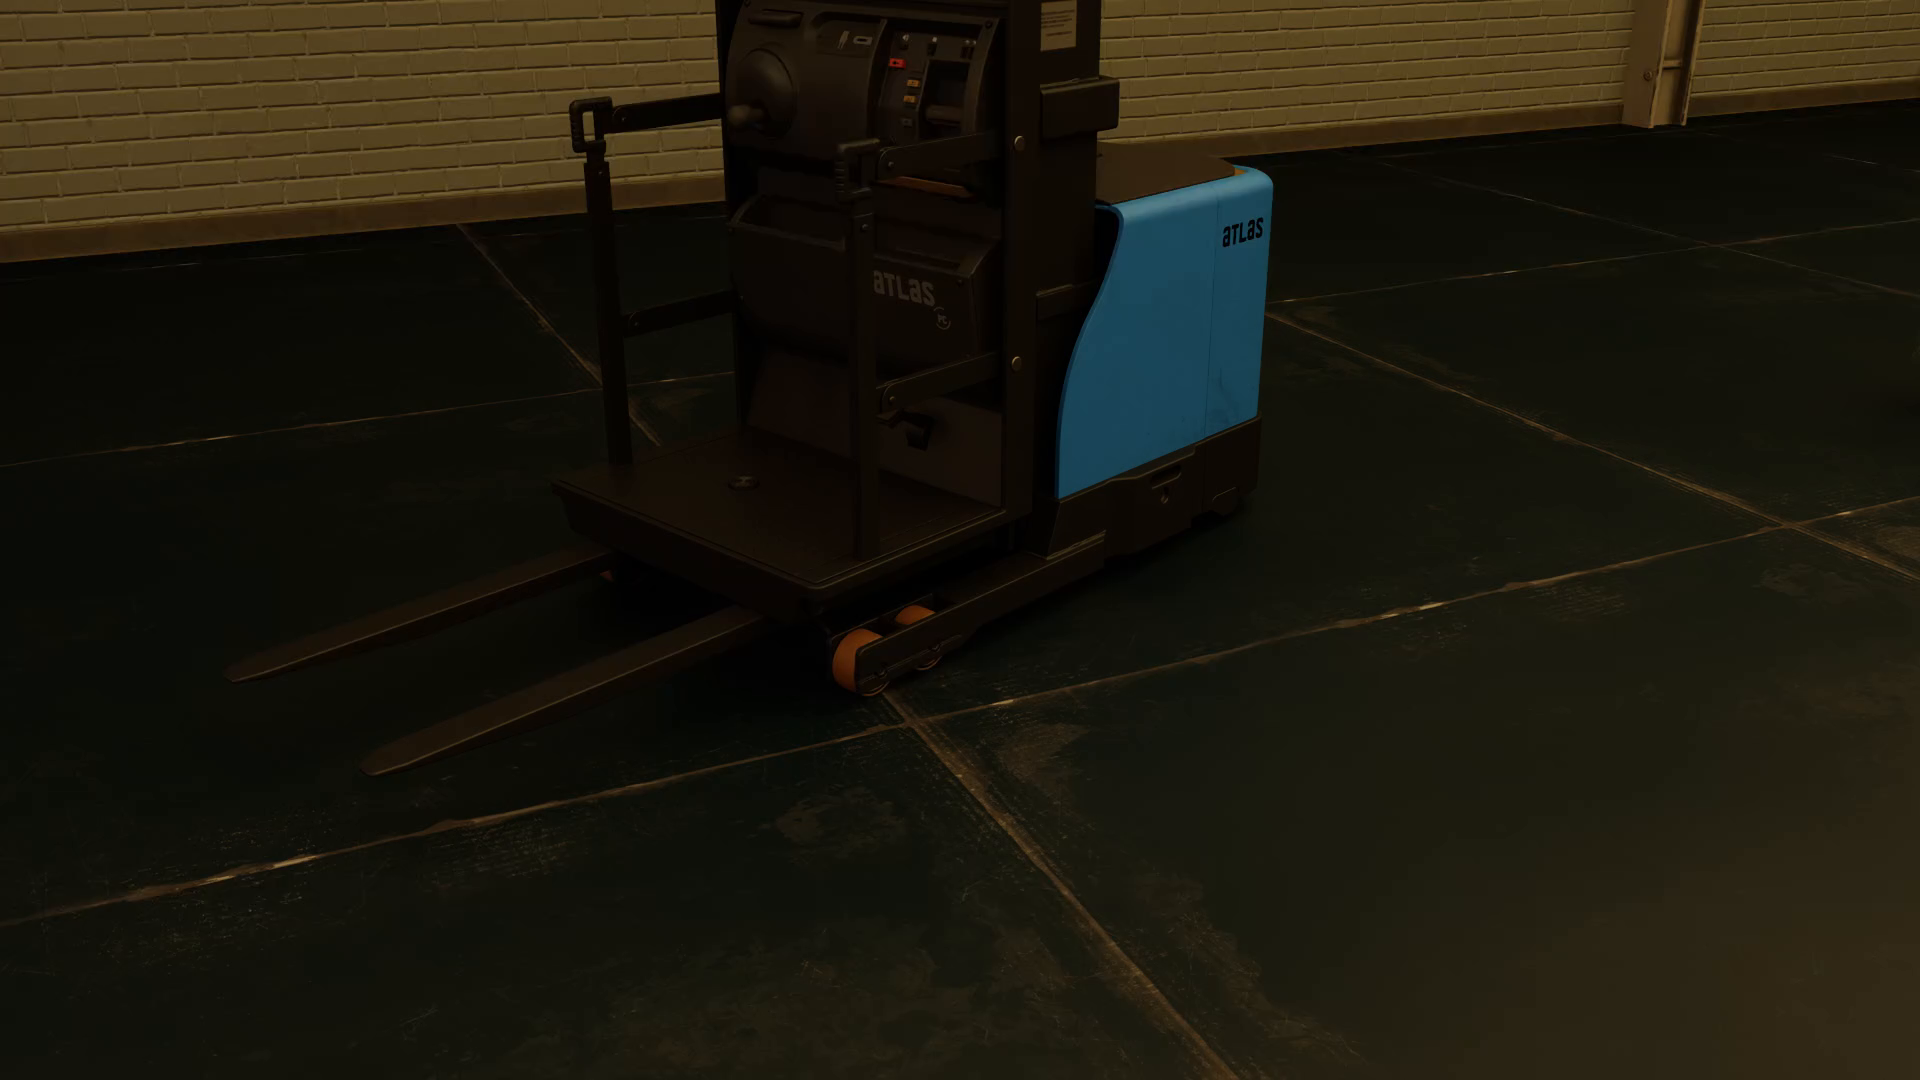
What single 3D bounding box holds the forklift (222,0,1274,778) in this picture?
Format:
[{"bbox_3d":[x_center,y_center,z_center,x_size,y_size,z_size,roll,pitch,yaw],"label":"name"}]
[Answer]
[{"bbox_3d":[-0.413,-1.182,4.131,1.130,2.935,3.031,19,29,39],"label":"forklift"}]
